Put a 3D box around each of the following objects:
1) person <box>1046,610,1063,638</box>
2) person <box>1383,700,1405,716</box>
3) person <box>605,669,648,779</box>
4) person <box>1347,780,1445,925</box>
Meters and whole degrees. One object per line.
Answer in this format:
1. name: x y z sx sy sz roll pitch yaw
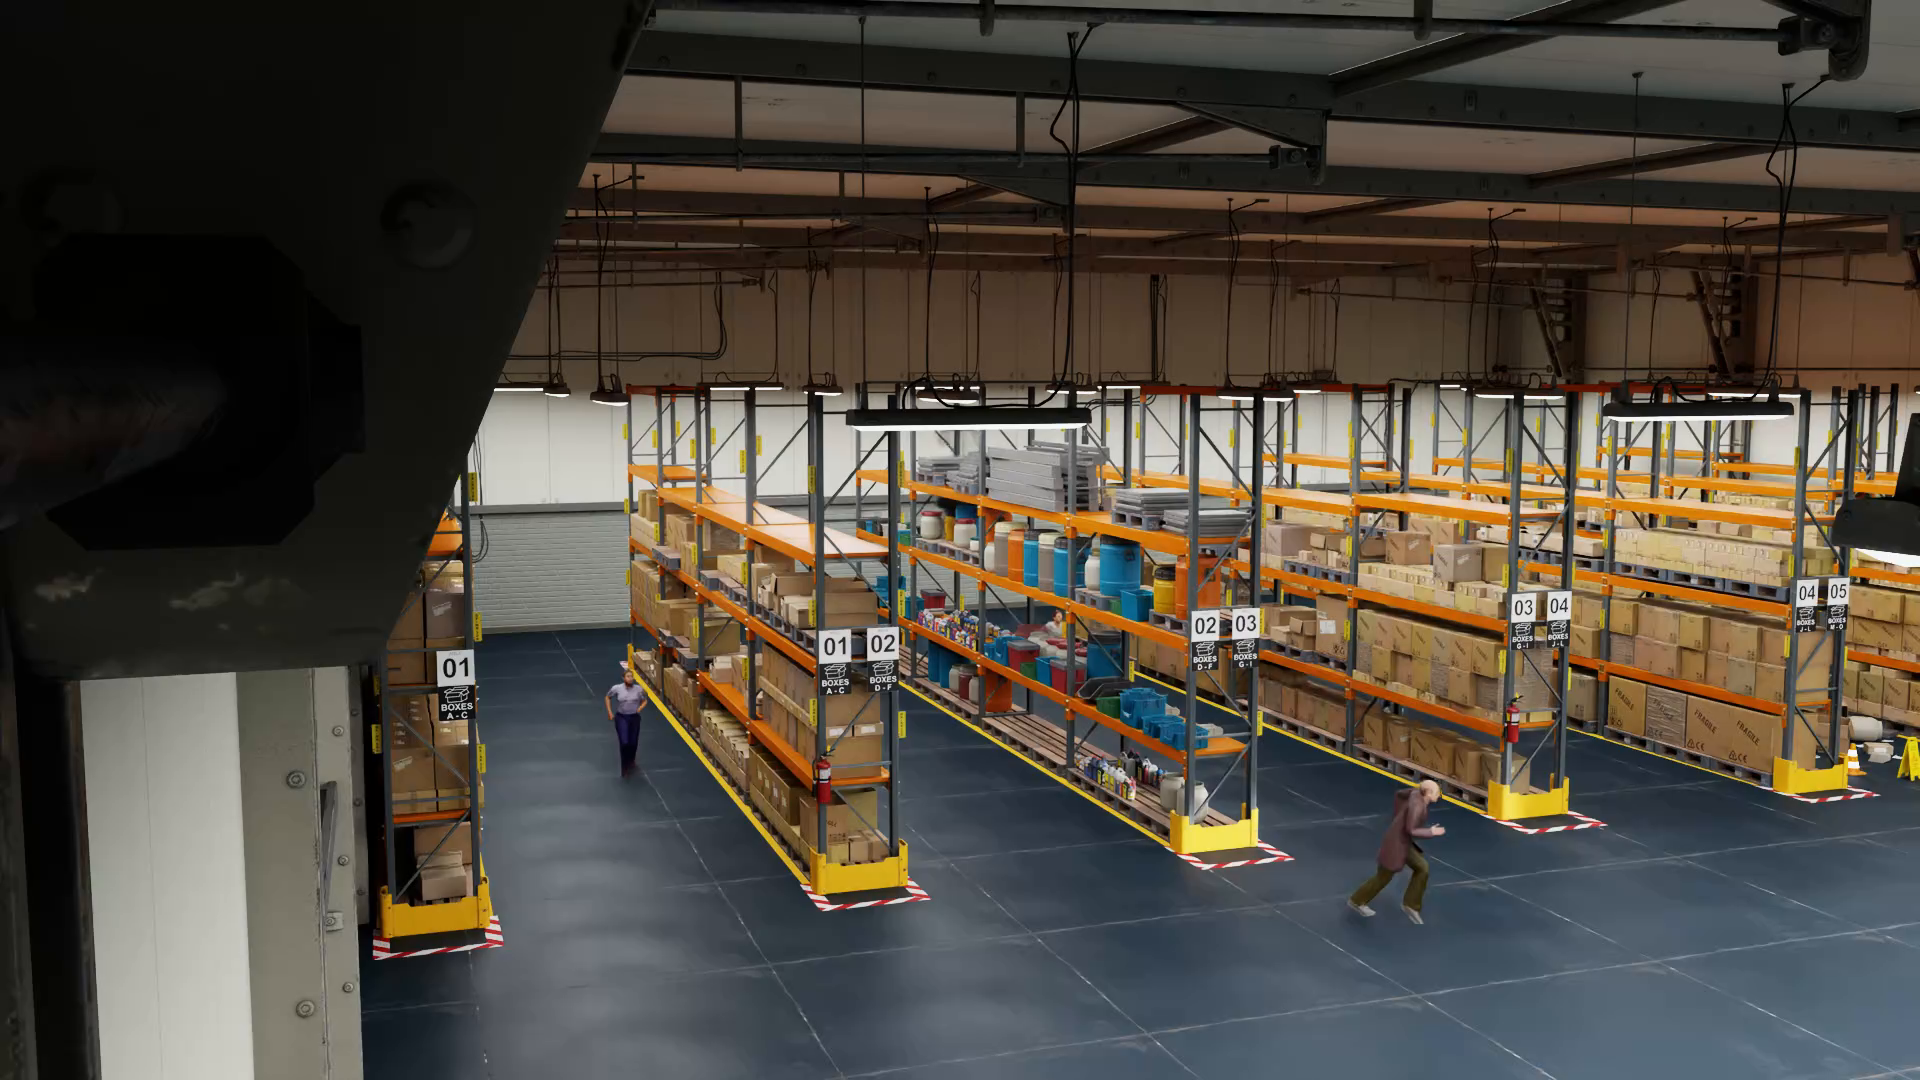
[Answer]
1. person: 1.771 2.165 32.503 0.568 1.656 1.094 -4 7 -31
2. person: 8.040 2.490 30.213 0.575 1.453 0.890 -3 7 -26
3. person: -5.175 2.864 25.935 0.614 1.703 0.718 -3 7 -25
4. person: 4.991 3.566 19.025 1.071 1.732 0.750 2 6 18
